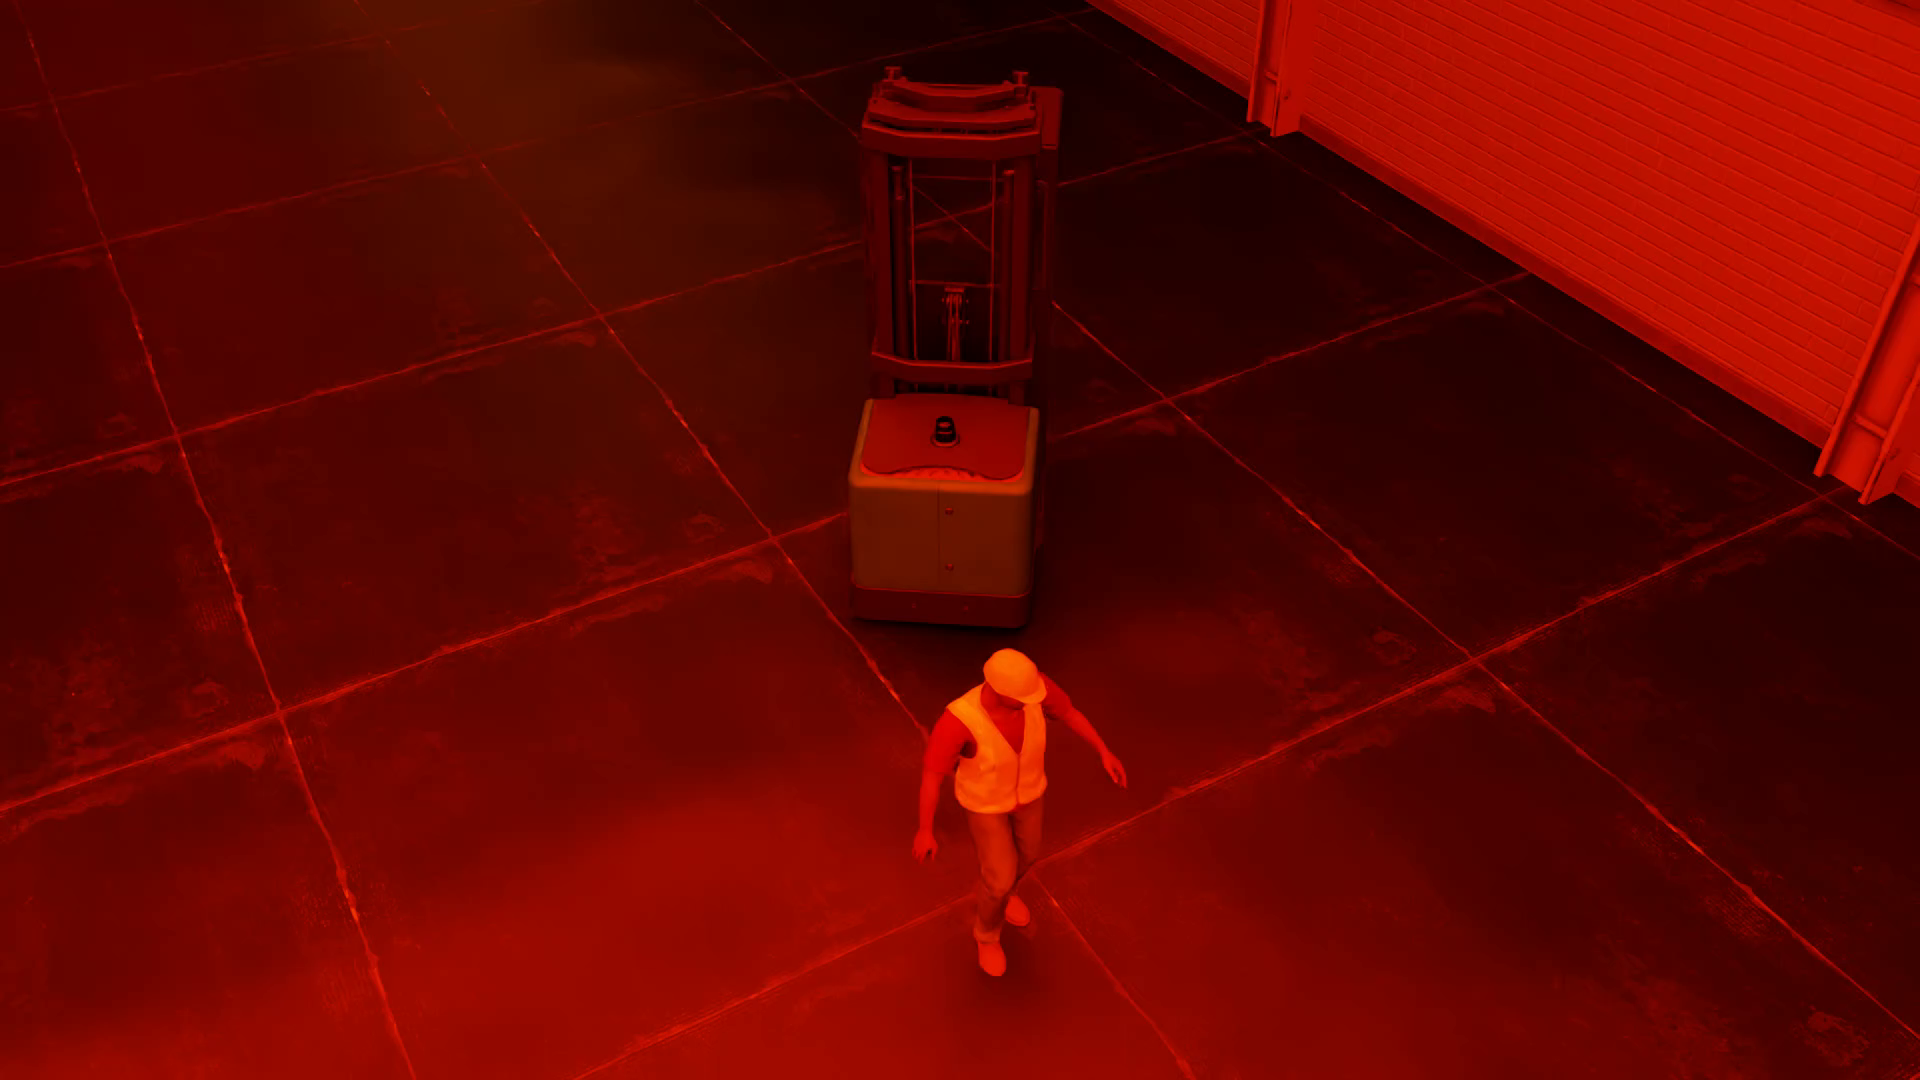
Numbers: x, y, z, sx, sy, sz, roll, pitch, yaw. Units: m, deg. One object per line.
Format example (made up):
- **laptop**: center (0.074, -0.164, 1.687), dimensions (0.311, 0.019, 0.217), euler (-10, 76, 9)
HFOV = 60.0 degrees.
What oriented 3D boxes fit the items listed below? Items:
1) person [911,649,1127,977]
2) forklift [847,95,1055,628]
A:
- **person**: center (0.227, 1.211, 7.546), dimensions (1.004, 1.792, 0.529), euler (-20, 44, -22)
- **forklift**: center (-0.035, -1.168, 9.514), dimensions (1.129, 2.843, 1.939), euler (3, 40, 4)
